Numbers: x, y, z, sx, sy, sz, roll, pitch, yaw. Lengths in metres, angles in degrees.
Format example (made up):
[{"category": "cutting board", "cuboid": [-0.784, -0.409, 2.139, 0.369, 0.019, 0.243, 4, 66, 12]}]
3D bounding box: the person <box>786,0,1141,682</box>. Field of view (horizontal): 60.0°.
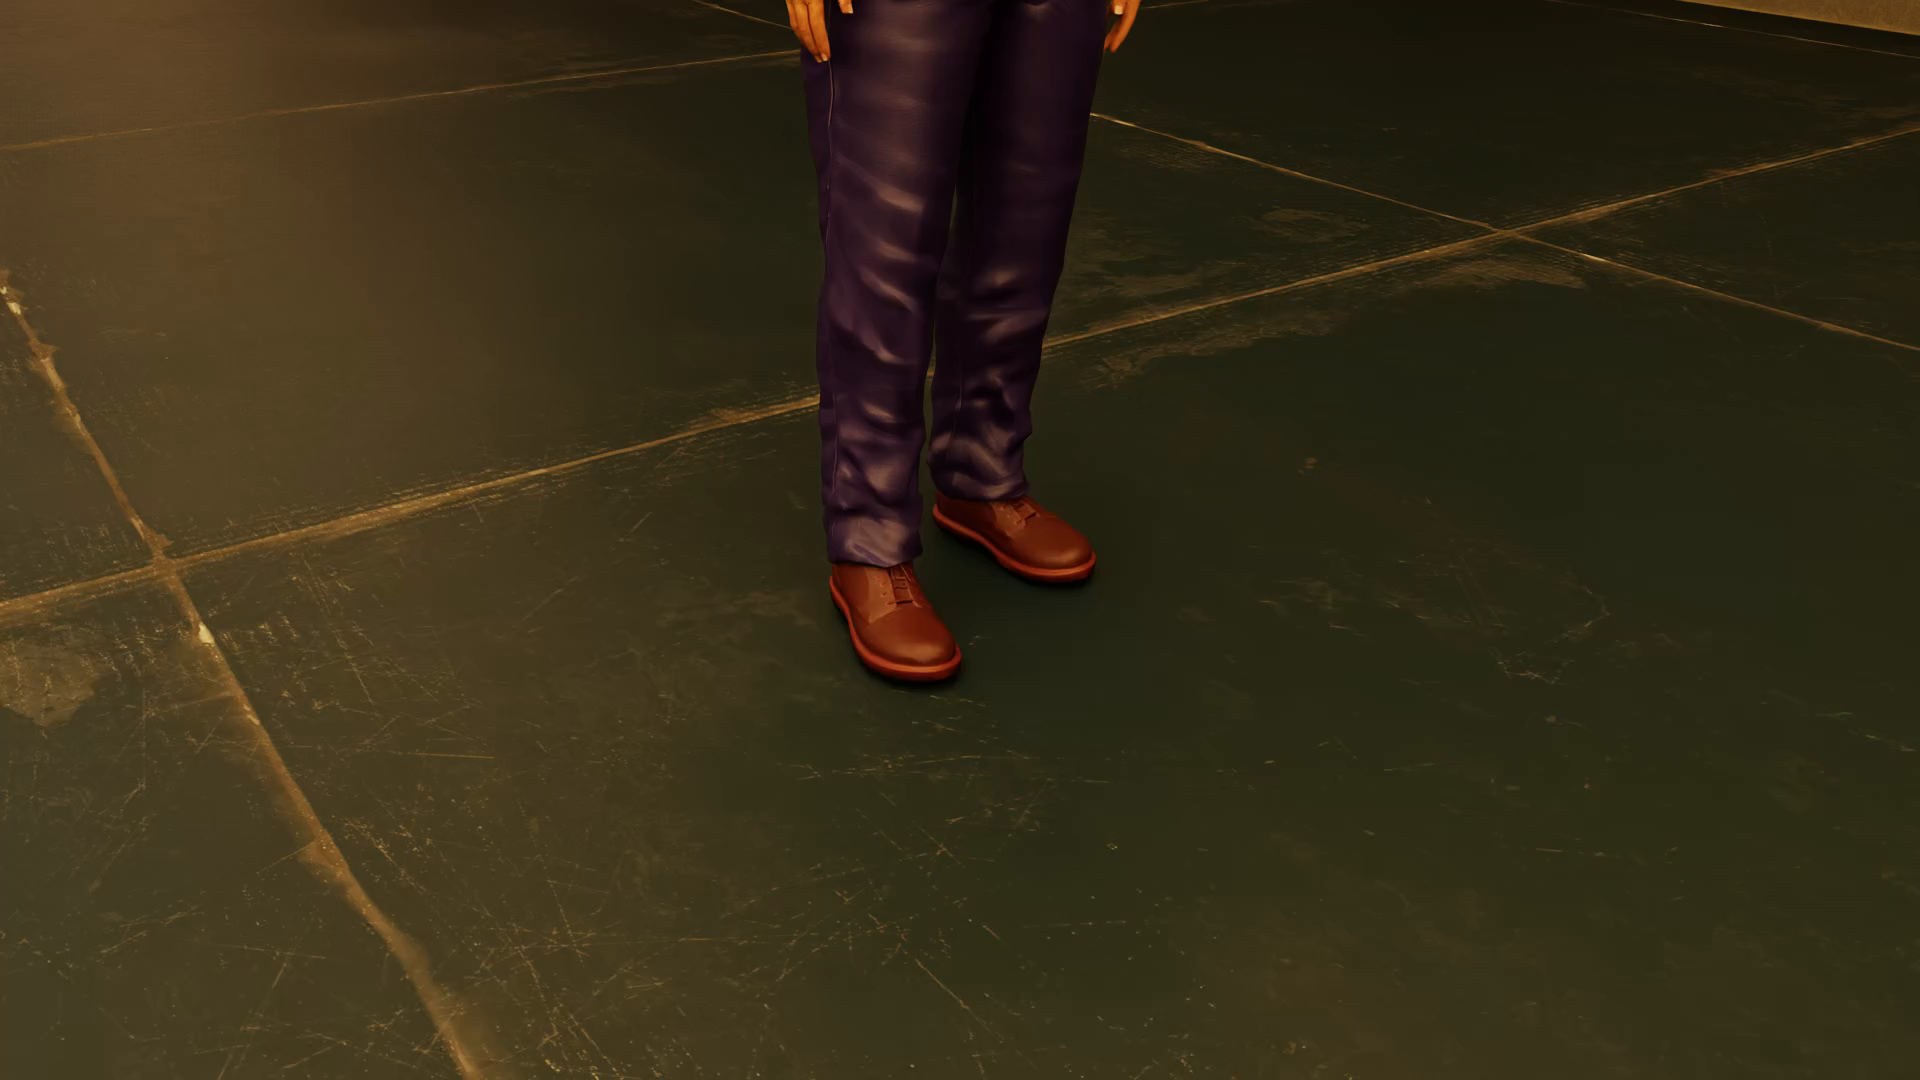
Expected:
[{"category": "person", "cuboid": [0.032, -0.705, 2.050, 0.598, 1.651, 0.503, -17, 31, -31]}]
